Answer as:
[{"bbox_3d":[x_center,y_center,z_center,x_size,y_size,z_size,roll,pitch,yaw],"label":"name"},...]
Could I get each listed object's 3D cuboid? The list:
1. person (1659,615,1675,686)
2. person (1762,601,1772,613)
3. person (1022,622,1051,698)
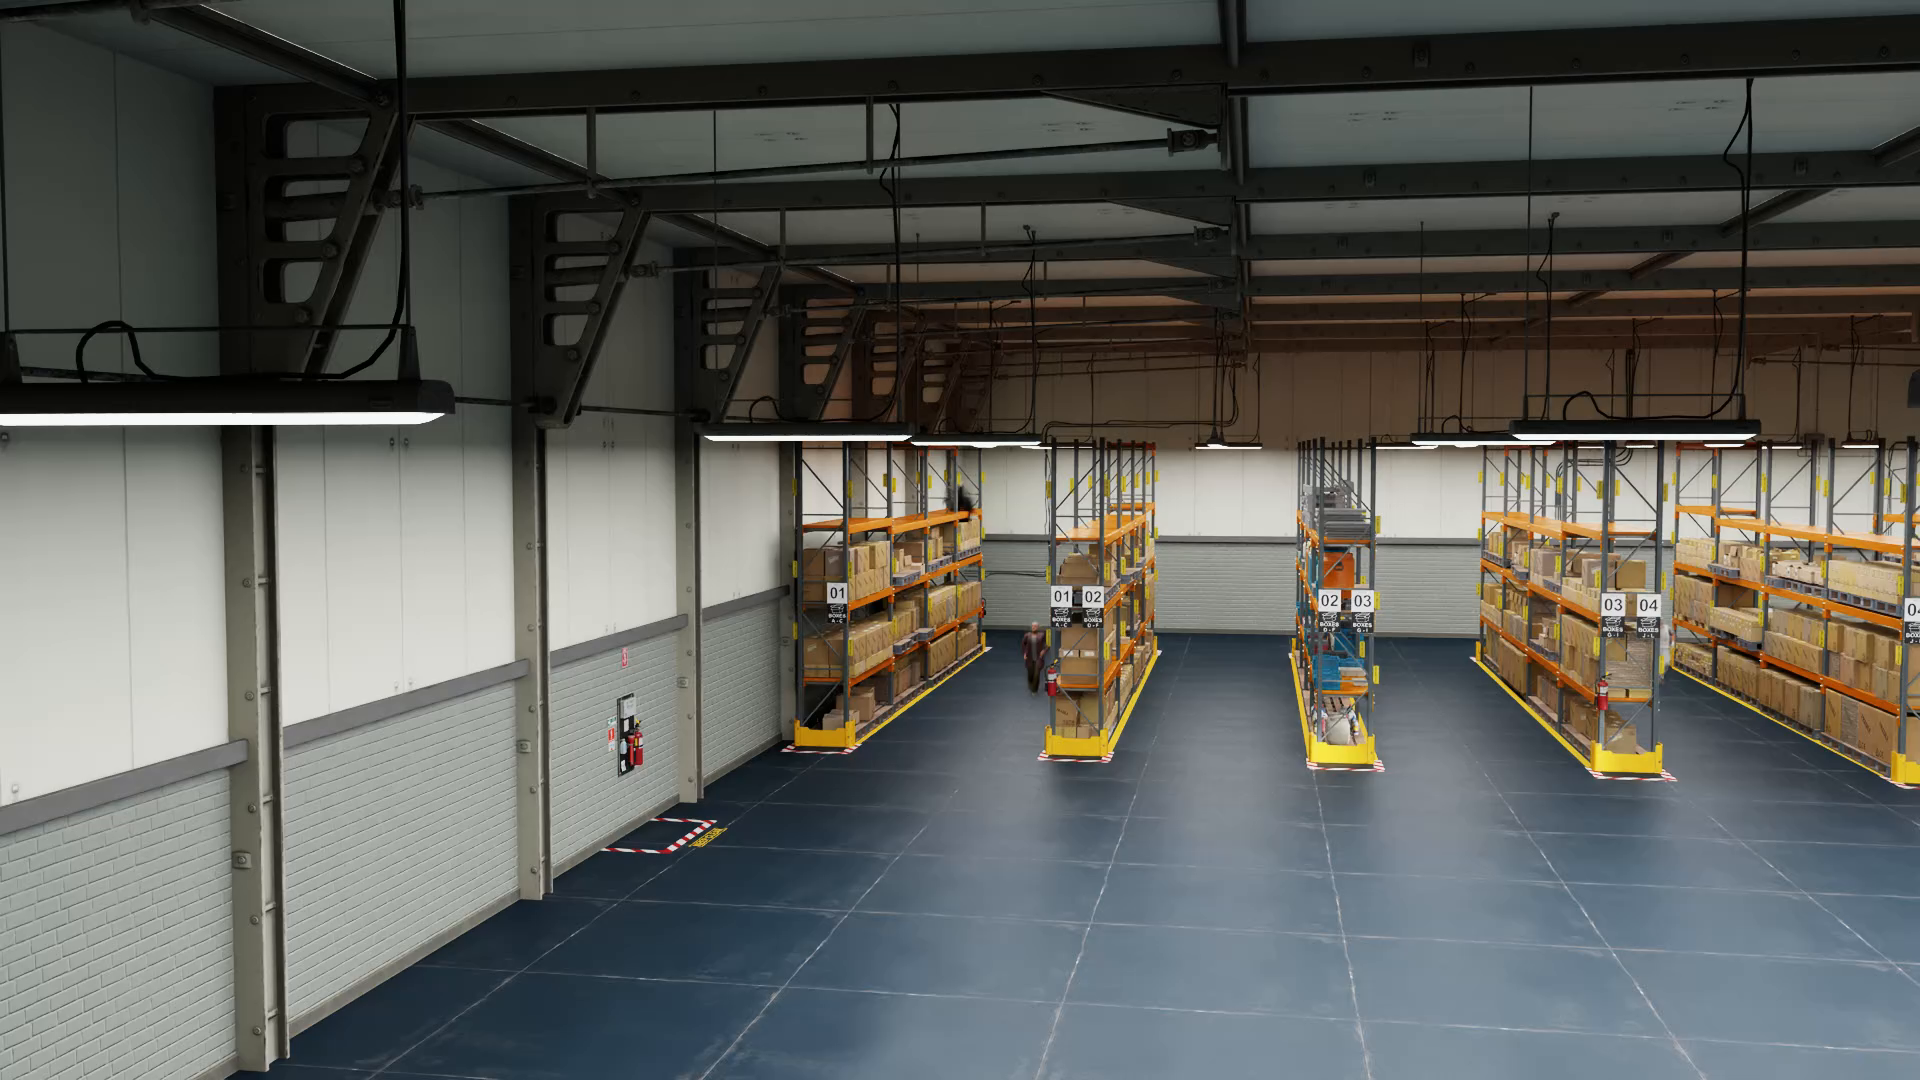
[{"bbox_3d":[17.166,2.689,40.703,0.673,1.751,0.656,1,3,16],"label":"person"},{"bbox_3d":[22.088,2.515,45.355,0.721,1.736,0.612,1,3,21],"label":"person"},{"bbox_3d":[1.781,2.795,39.022,0.706,1.752,0.691,1,3,12],"label":"person"}]
